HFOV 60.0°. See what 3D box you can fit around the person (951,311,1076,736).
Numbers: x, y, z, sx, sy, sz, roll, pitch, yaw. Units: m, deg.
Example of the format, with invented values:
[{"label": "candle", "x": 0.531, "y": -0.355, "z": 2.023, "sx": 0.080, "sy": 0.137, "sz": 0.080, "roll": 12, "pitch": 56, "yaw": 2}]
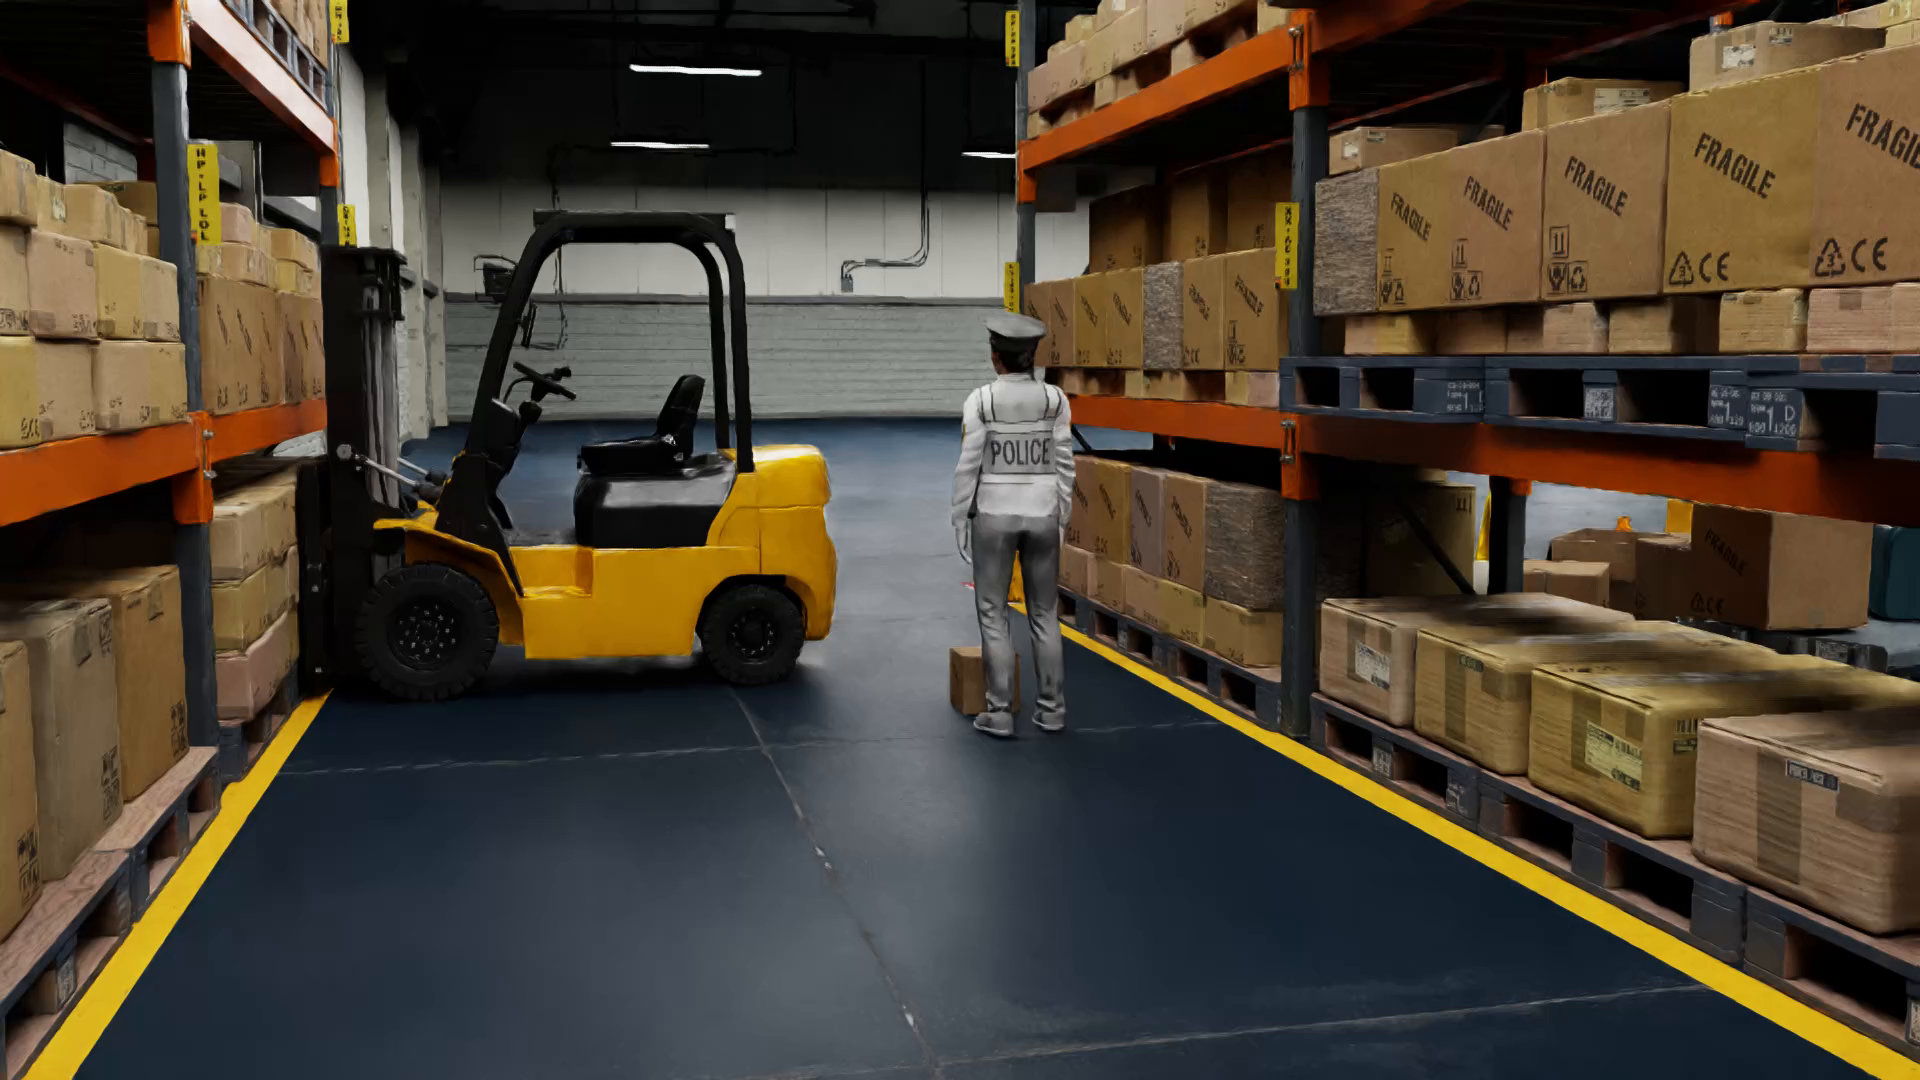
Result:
[{"label": "person", "x": 0.205, "y": -0.064, "z": 6.646, "sx": 0.494, "sy": 1.691, "sz": 0.385, "roll": -1, "pitch": 6, "yaw": -13}]
